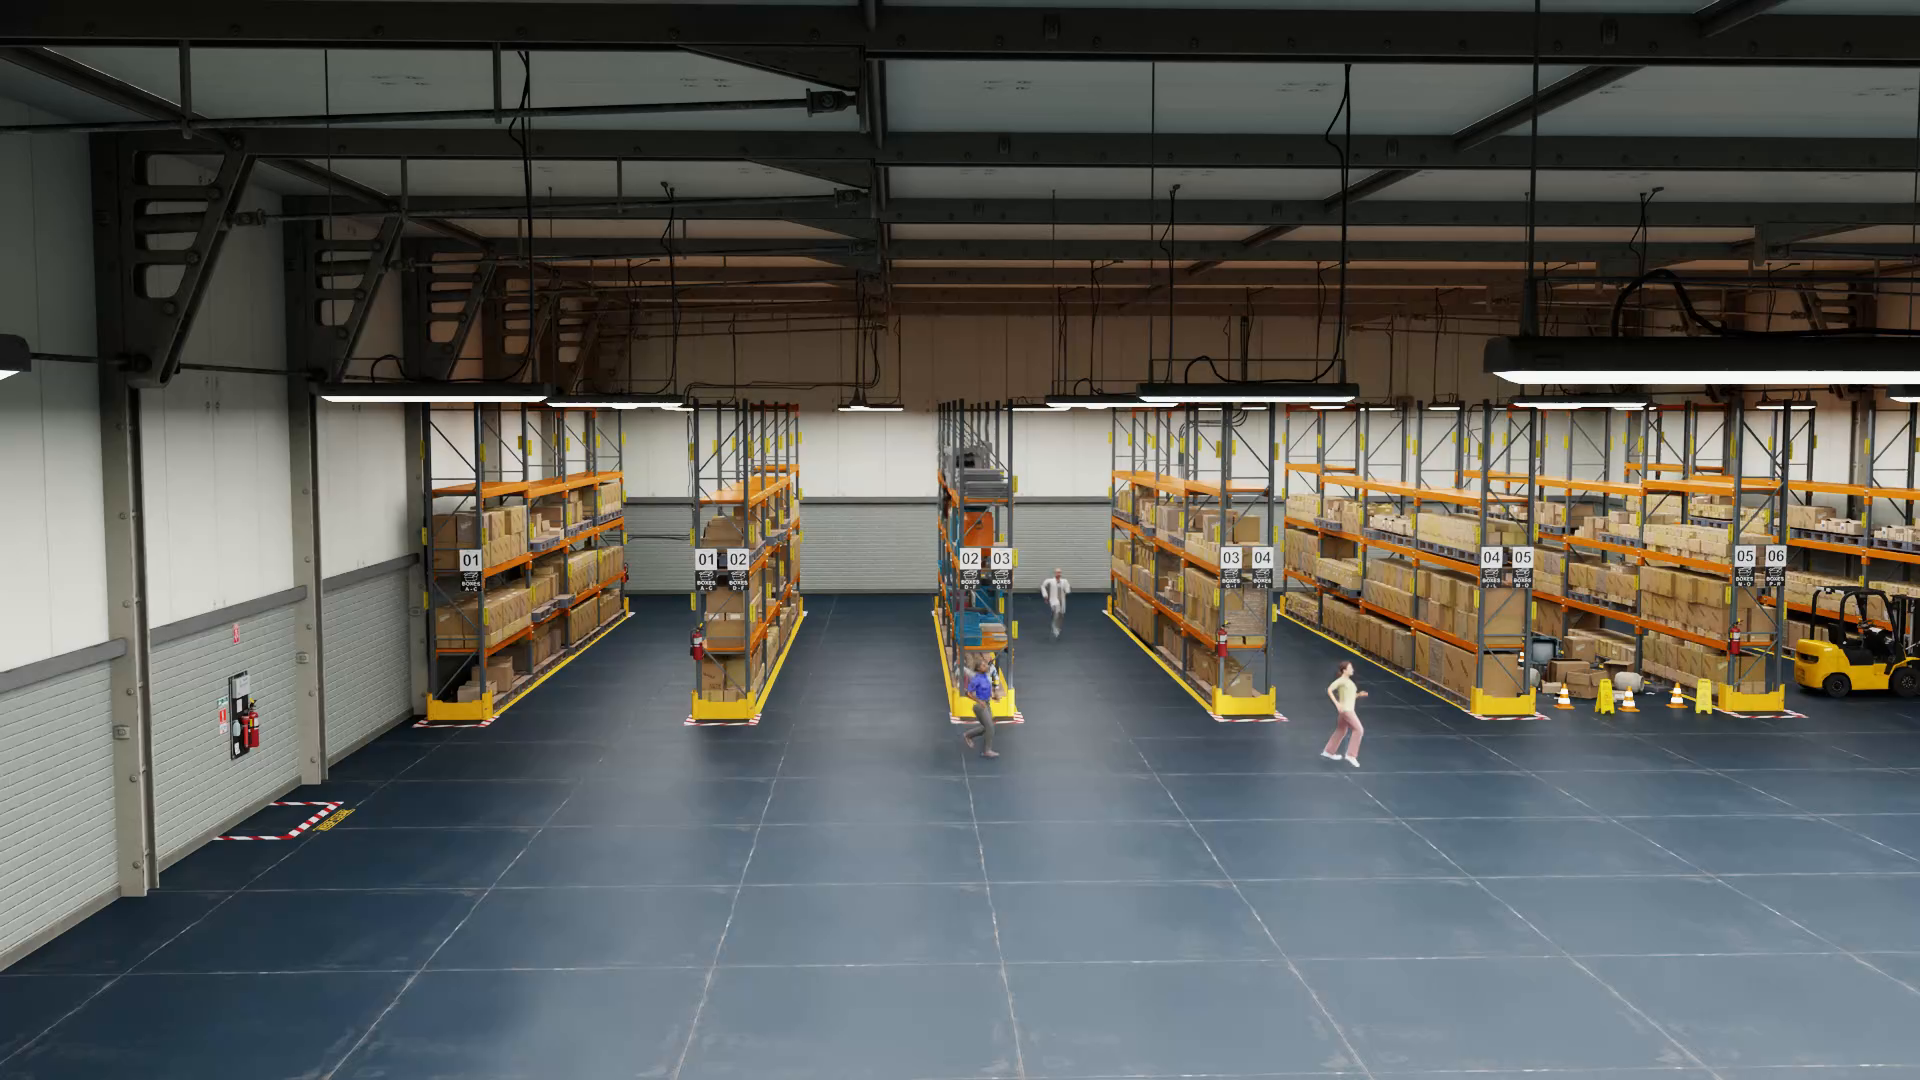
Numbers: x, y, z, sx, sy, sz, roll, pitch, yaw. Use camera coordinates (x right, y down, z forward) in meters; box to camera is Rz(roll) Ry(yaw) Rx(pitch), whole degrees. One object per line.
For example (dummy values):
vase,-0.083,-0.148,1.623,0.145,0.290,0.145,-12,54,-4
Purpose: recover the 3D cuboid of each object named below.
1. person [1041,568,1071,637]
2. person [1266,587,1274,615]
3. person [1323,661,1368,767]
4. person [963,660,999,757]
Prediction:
person,2.461,1.597,42.129,0.668,1.759,0.843,-2,5,-20
person,8.191,1.586,44.853,0.540,1.462,0.637,0,4,-3
person,6.284,2.828,27.141,0.723,1.721,0.543,2,5,21
person,0.330,2.804,27.830,0.700,1.608,0.581,2,5,26
